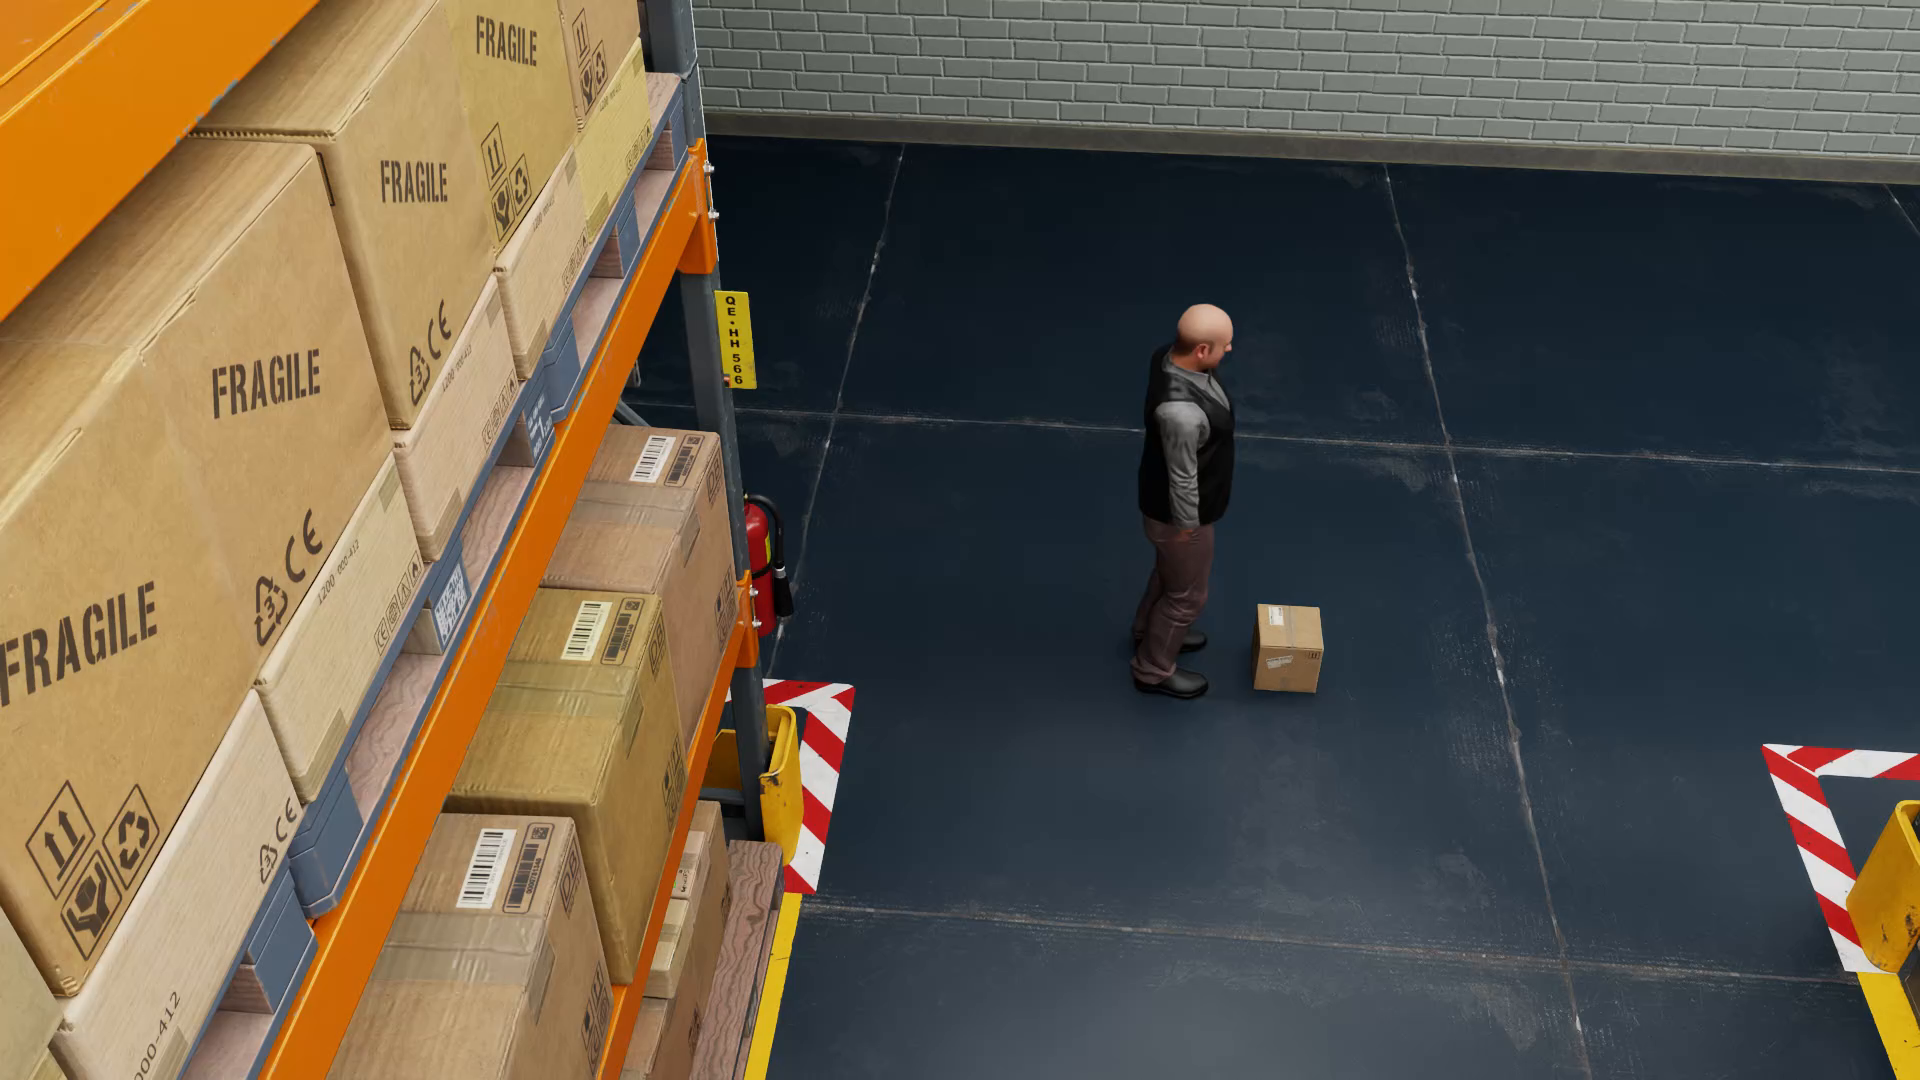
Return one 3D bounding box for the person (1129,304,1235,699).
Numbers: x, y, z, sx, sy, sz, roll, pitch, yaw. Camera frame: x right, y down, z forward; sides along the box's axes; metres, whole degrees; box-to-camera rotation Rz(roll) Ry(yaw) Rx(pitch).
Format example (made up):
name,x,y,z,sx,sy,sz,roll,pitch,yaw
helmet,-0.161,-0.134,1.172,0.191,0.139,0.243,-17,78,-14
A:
name,x,y,z,sx,sy,sz,roll,pitch,yaw
person,0.852,-0.158,6.375,0.356,1.712,0.534,4,40,5
